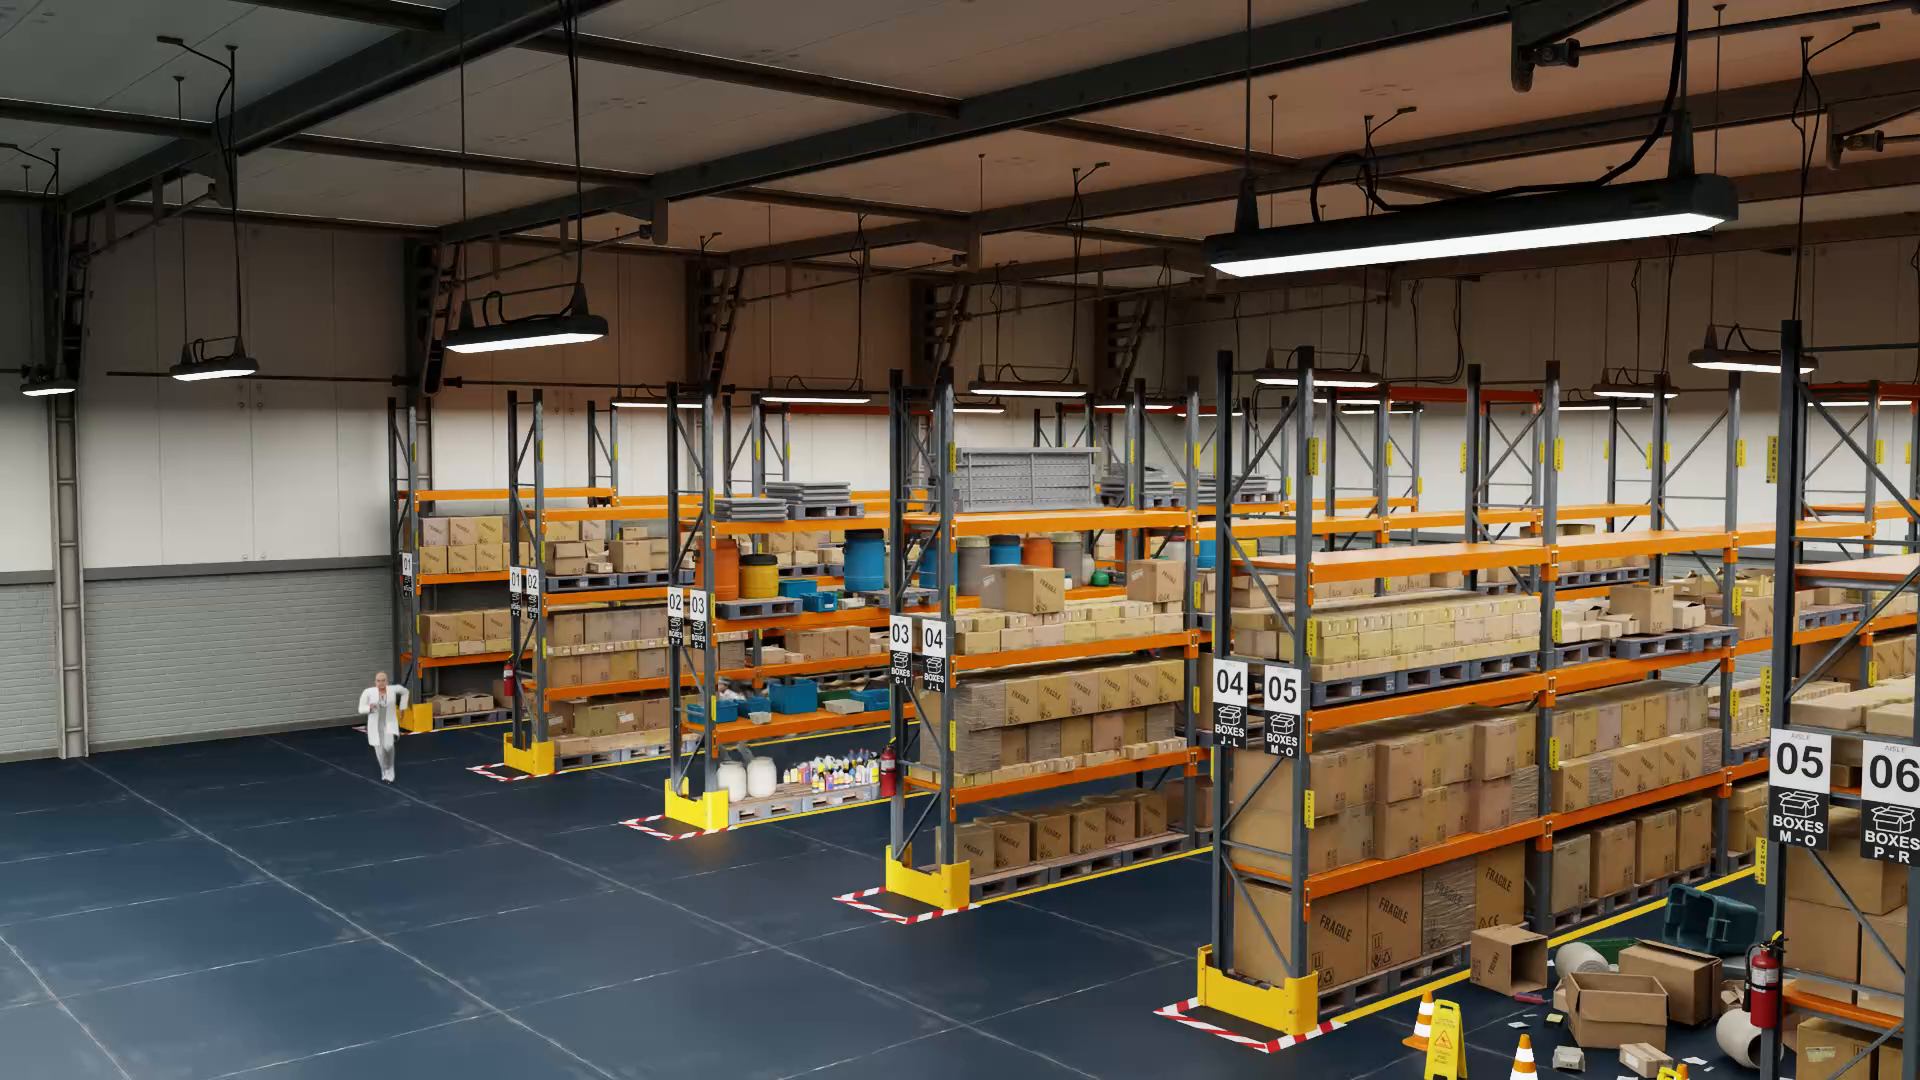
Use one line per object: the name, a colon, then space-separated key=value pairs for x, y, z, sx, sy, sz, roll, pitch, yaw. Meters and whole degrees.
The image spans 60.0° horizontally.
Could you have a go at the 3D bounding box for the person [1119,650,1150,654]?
person: x=3.253 y=2.630 z=31.354 sx=0.665 sy=1.479 sz=1.091 roll=2 pitch=4 yaw=35

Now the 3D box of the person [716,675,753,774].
person: x=-3.469 y=2.845 z=25.449 sx=0.600 sy=1.616 sz=0.862 roll=3 pitch=5 yaw=44

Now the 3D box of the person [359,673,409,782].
person: x=-8.675 y=2.824 z=25.051 sx=0.680 sy=1.703 sz=0.934 roll=-1 pitch=3 yaw=-12
